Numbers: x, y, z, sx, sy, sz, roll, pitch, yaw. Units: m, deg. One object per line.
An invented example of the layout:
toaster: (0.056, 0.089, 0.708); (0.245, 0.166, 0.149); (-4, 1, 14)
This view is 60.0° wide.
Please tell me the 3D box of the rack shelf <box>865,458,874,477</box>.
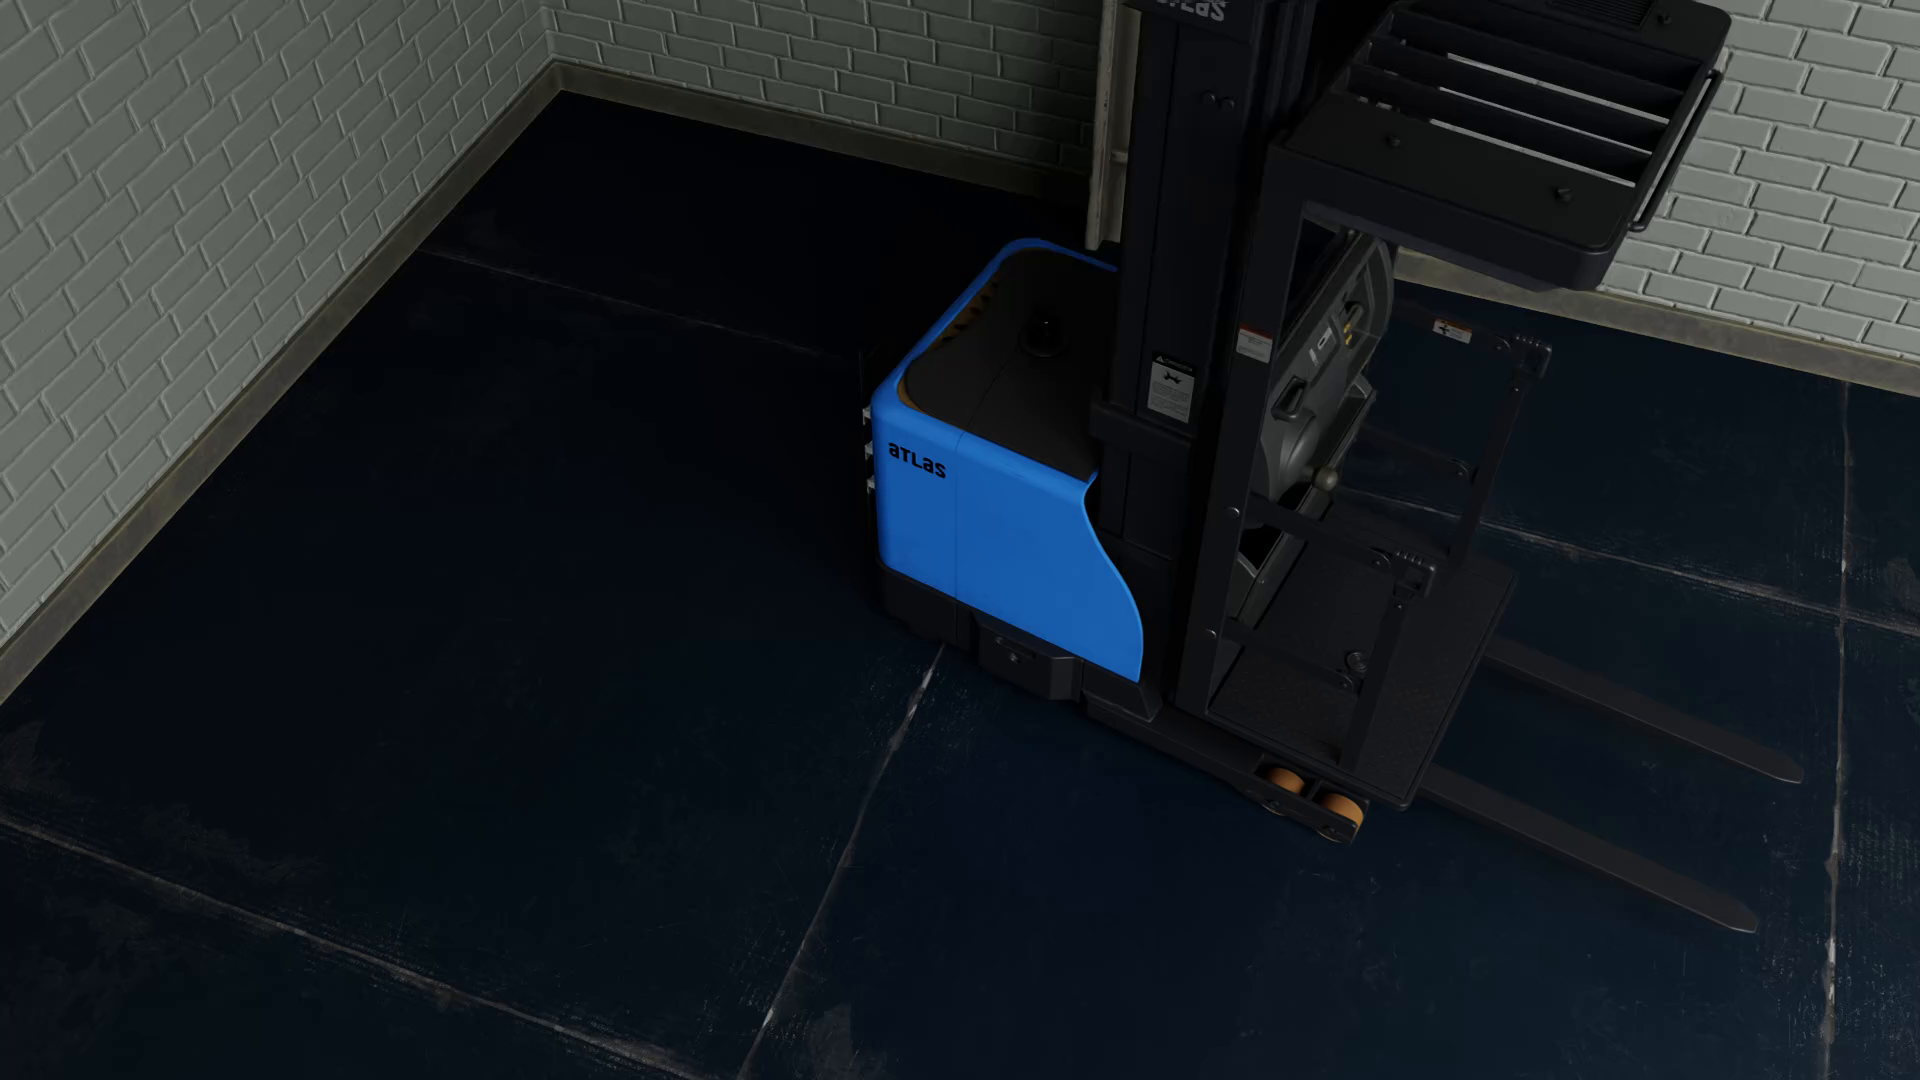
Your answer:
rack shelf: (-0.191, -0.297, 6.075); (0.200, 0.077, 0.258); (24, 53, 20)

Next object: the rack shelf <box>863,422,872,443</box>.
rack shelf: (-0.191, -0.415, 5.939); (0.200, 0.077, 0.258); (24, 53, 20)

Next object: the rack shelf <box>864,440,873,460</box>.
rack shelf: (-0.191, -0.356, 6.007); (0.200, 0.077, 0.258); (24, 53, 20)

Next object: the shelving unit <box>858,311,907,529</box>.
shelving unit: (-0.191, -0.377, 5.982); (0.210, 0.900, 0.258); (24, 53, 20)

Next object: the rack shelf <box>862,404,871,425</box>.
rack shelf: (-0.191, -0.474, 5.871); (0.200, 0.077, 0.258); (24, 53, 20)

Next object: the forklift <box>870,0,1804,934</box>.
forklift: (1.230, -0.446, 4.697); (3.031, 2.935, 1.130); (24, 53, 20)

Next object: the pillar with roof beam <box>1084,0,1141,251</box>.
pillar with roof beam: (-0.704, -1.247, 1.376); (0.400, 9.000, 9.100); (16, 51, 13)

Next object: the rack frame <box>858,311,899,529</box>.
rack frame: (-0.279, -0.417, 6.016); (0.006, 0.900, 0.240); (24, 53, 20)

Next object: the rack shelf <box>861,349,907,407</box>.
rack shelf: (-0.191, -0.532, 5.803); (0.200, 0.077, 0.258); (24, 53, 20)

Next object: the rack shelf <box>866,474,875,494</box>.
rack shelf: (-0.191, -0.238, 6.143); (0.200, 0.077, 0.258); (24, 53, 20)
